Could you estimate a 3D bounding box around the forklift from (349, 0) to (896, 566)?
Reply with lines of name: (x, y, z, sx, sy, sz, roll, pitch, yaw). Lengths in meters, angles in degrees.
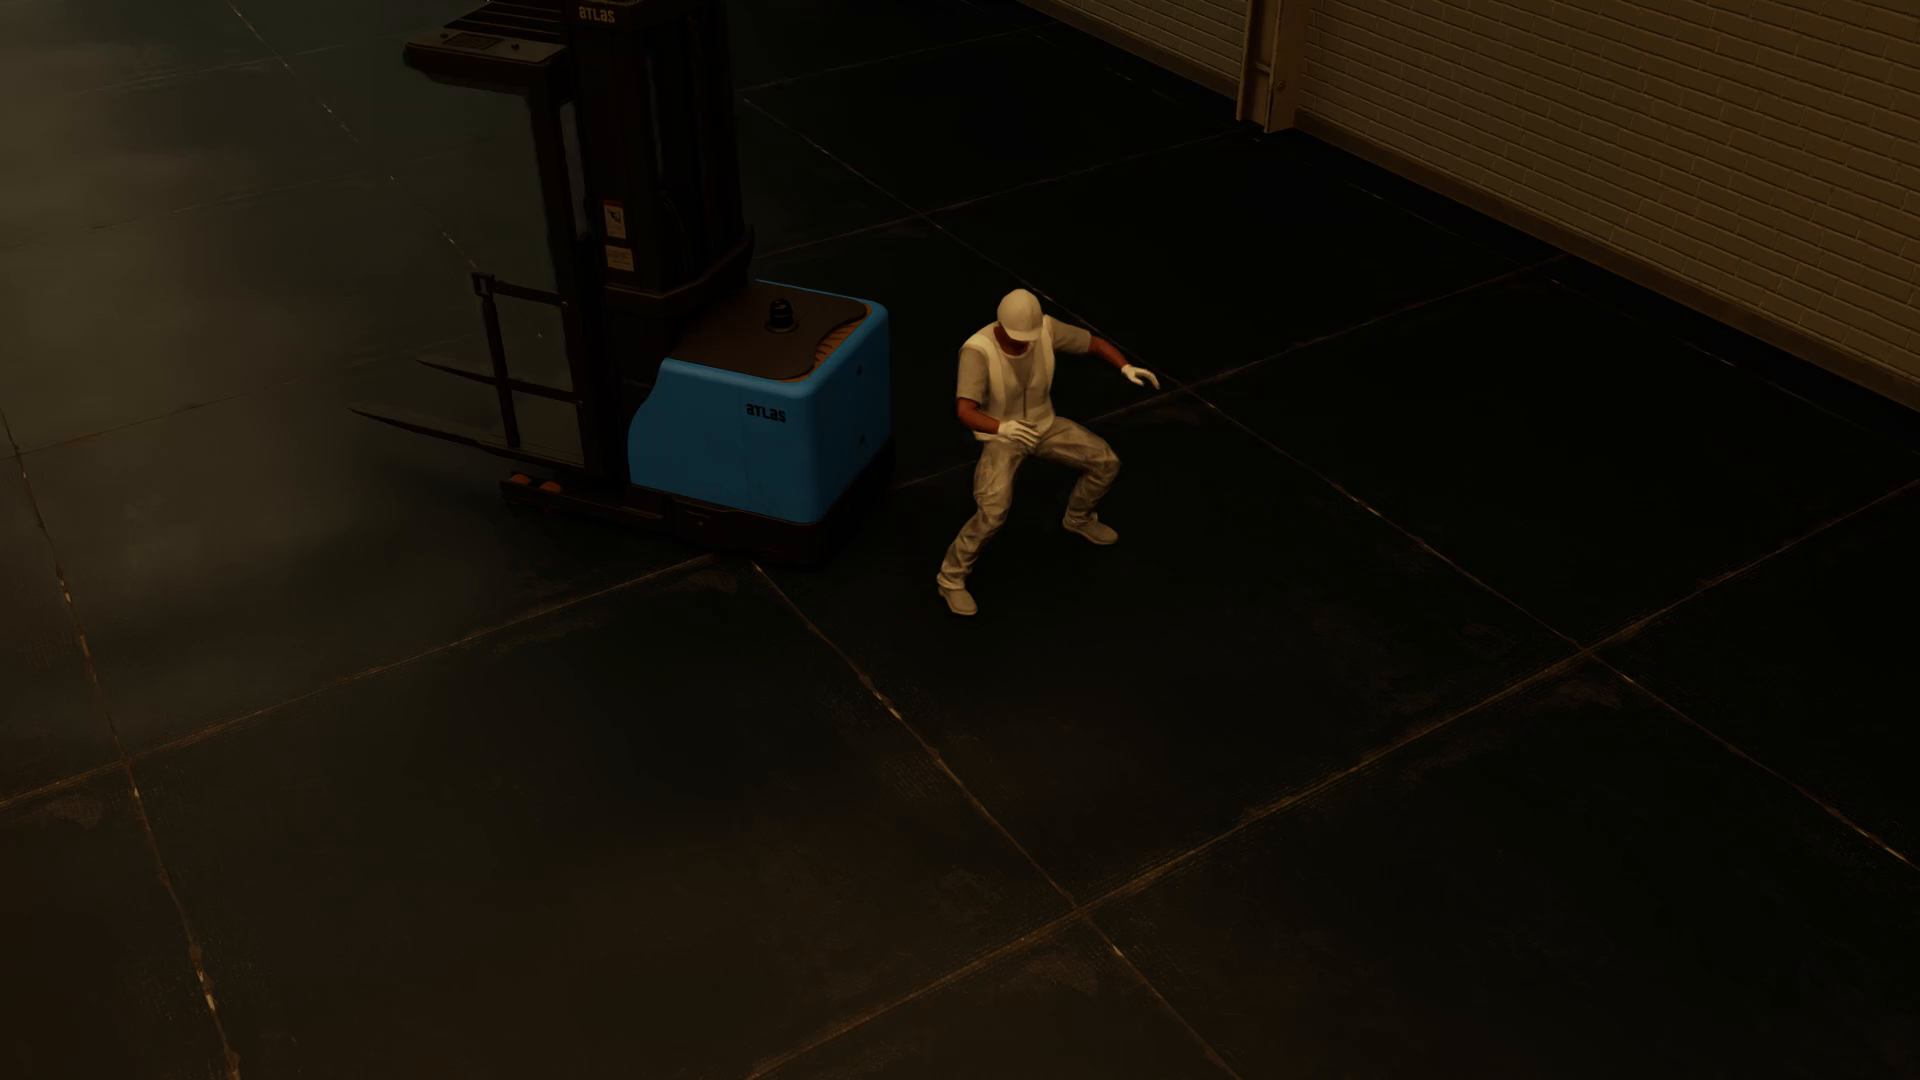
forklift: (-1.921, -1.609, 8.437, 3.031, 2.935, 1.130, 13, 37, 18)

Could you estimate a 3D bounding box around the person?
person: (0.365, -0.491, 8.056, 1.080, 1.547, 0.760, -15, 38, -20)
